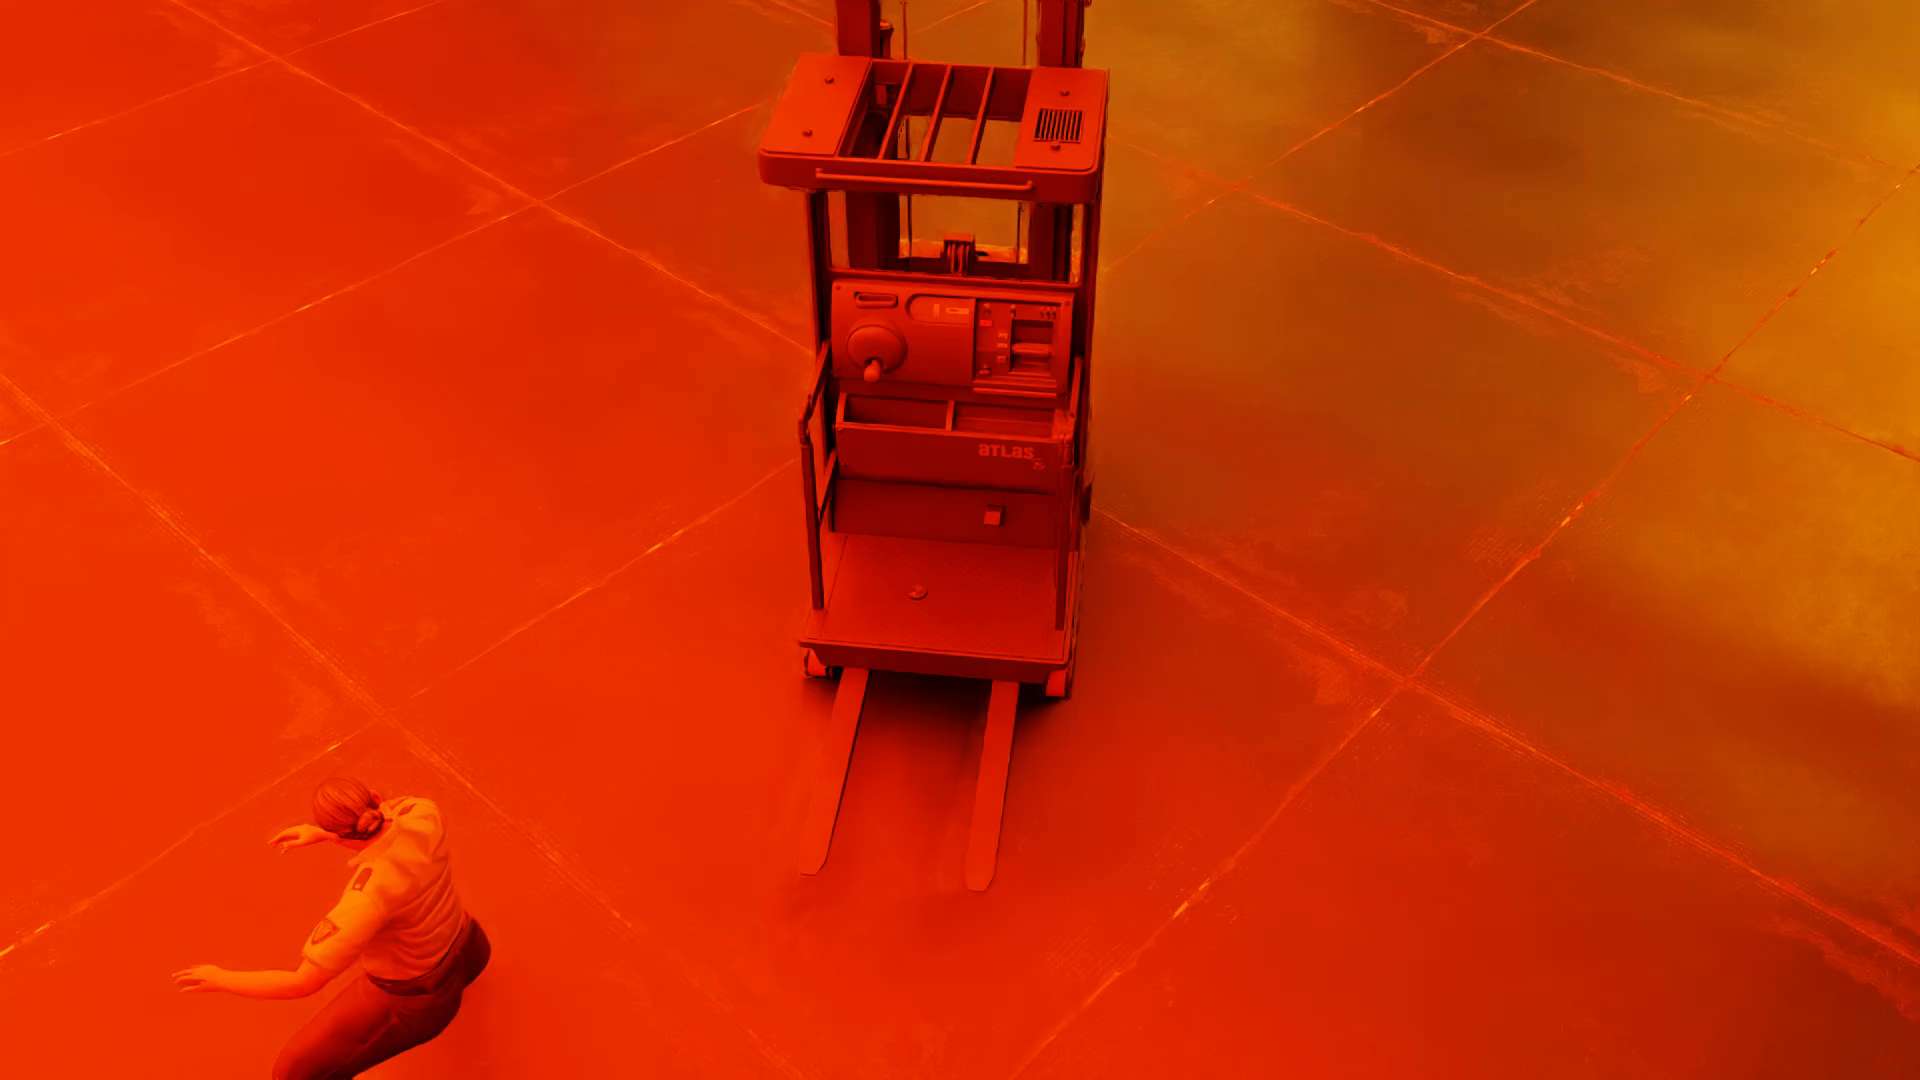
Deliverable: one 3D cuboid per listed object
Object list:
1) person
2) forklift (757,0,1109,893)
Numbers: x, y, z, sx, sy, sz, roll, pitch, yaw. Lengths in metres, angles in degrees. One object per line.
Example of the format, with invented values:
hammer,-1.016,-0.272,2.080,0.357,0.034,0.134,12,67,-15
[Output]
person,-1.828,1.247,5.133,0.668,1.421,1.043,10,42,11
forklift,-0.058,-0.702,6.246,1.130,2.935,3.031,5,41,5
